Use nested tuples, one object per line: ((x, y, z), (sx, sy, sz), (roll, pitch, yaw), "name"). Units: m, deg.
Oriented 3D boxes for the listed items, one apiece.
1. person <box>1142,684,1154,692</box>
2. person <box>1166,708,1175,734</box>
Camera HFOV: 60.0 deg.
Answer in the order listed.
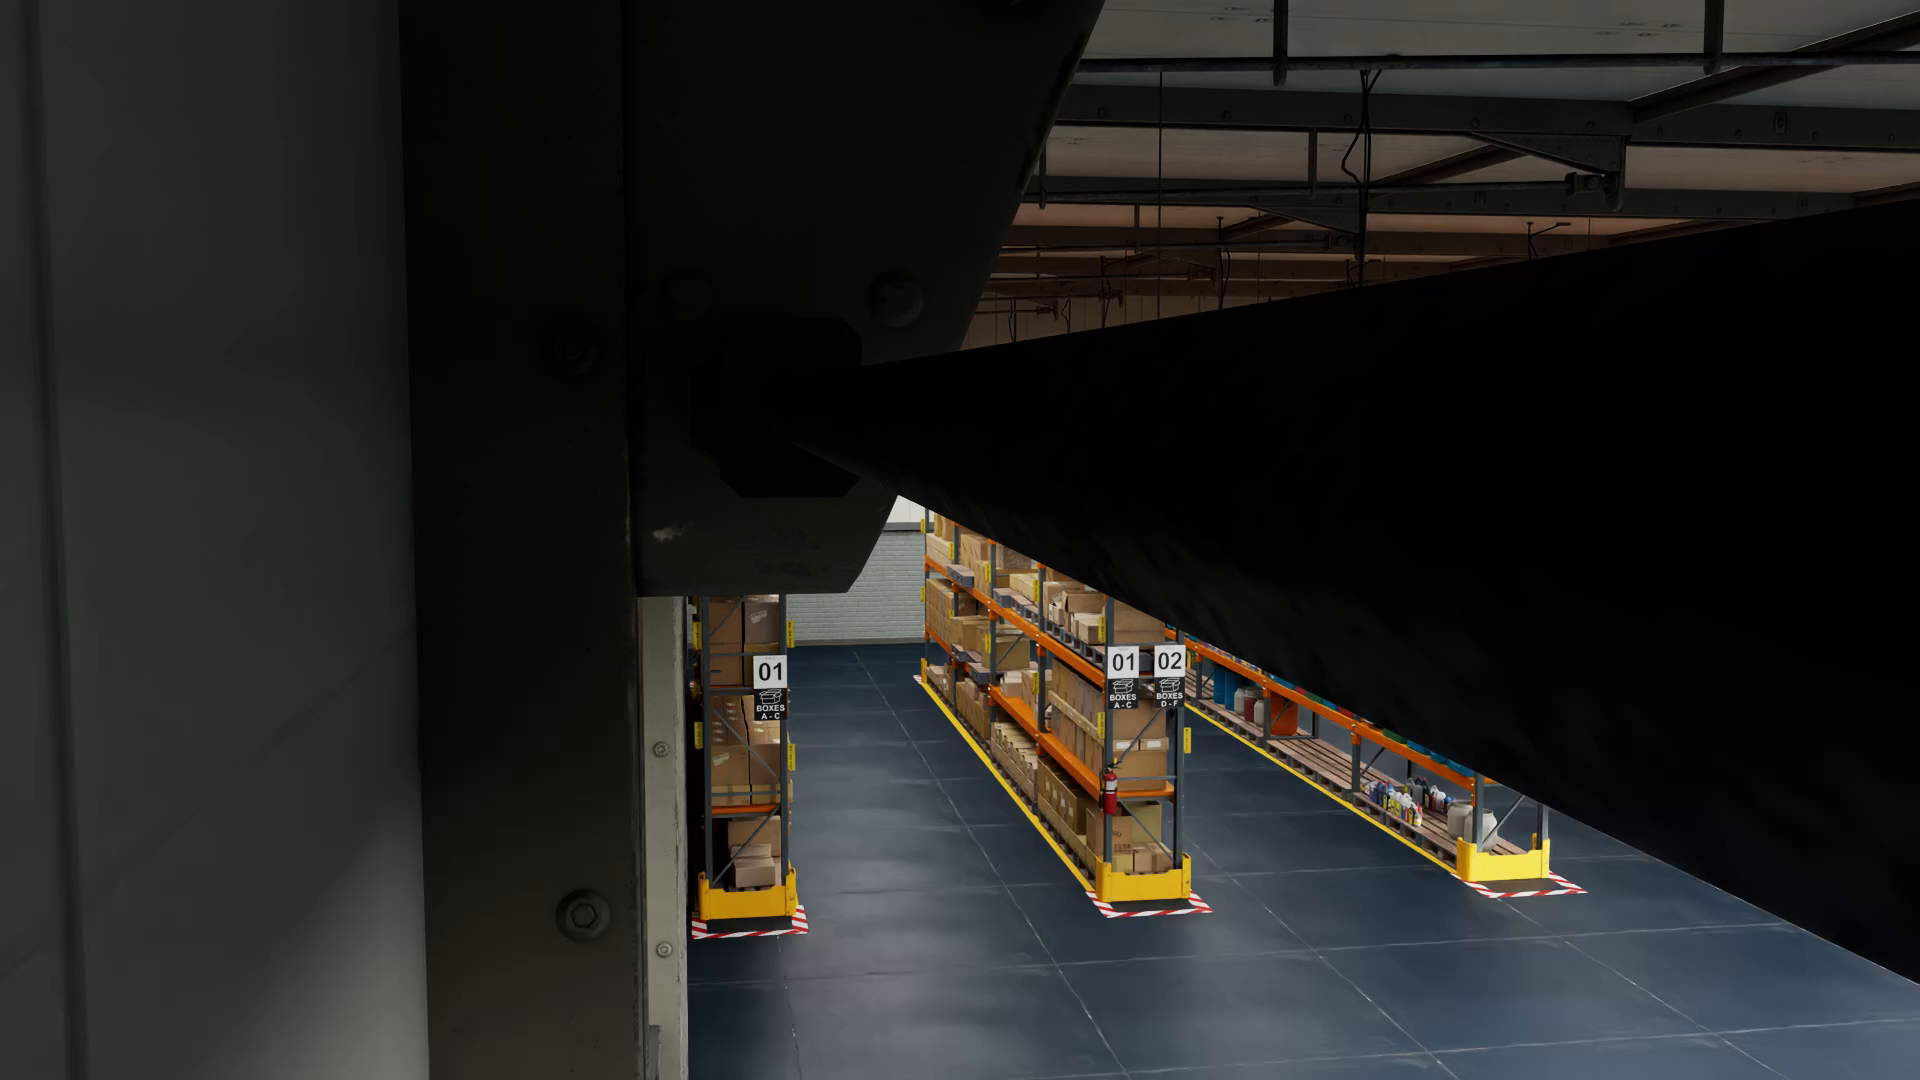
((3.007, 3.009, 27.747), (0.559, 1.791, 0.585), (-2, 5, -23), "person")
((3.914, 2.790, 31.175), (0.507, 1.622, 0.578), (0, 5, 4), "person")
